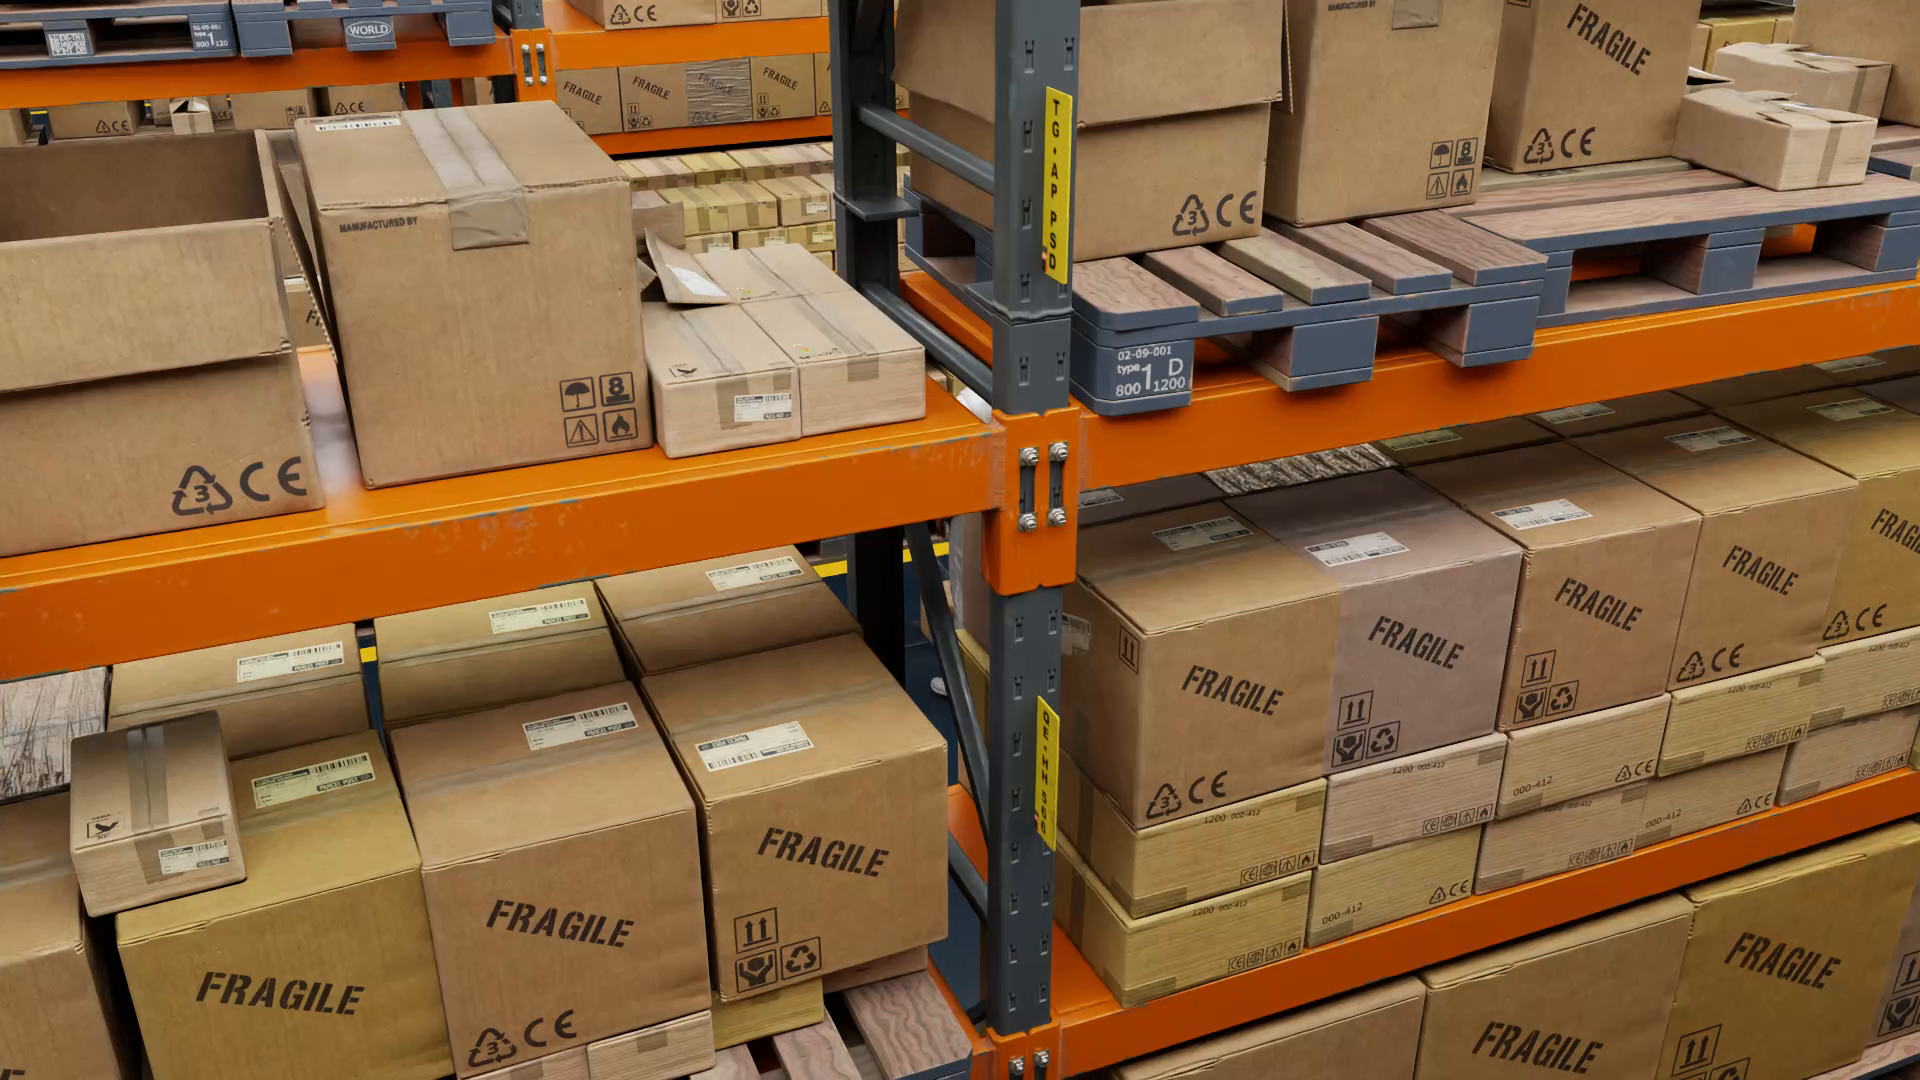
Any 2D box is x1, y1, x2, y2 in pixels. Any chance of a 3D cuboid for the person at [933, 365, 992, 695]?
[{"bbox_3d":[0.161,-0.134,7.347,0.566,1.792,0.370,-10,27,-19],"label":"person"}]
